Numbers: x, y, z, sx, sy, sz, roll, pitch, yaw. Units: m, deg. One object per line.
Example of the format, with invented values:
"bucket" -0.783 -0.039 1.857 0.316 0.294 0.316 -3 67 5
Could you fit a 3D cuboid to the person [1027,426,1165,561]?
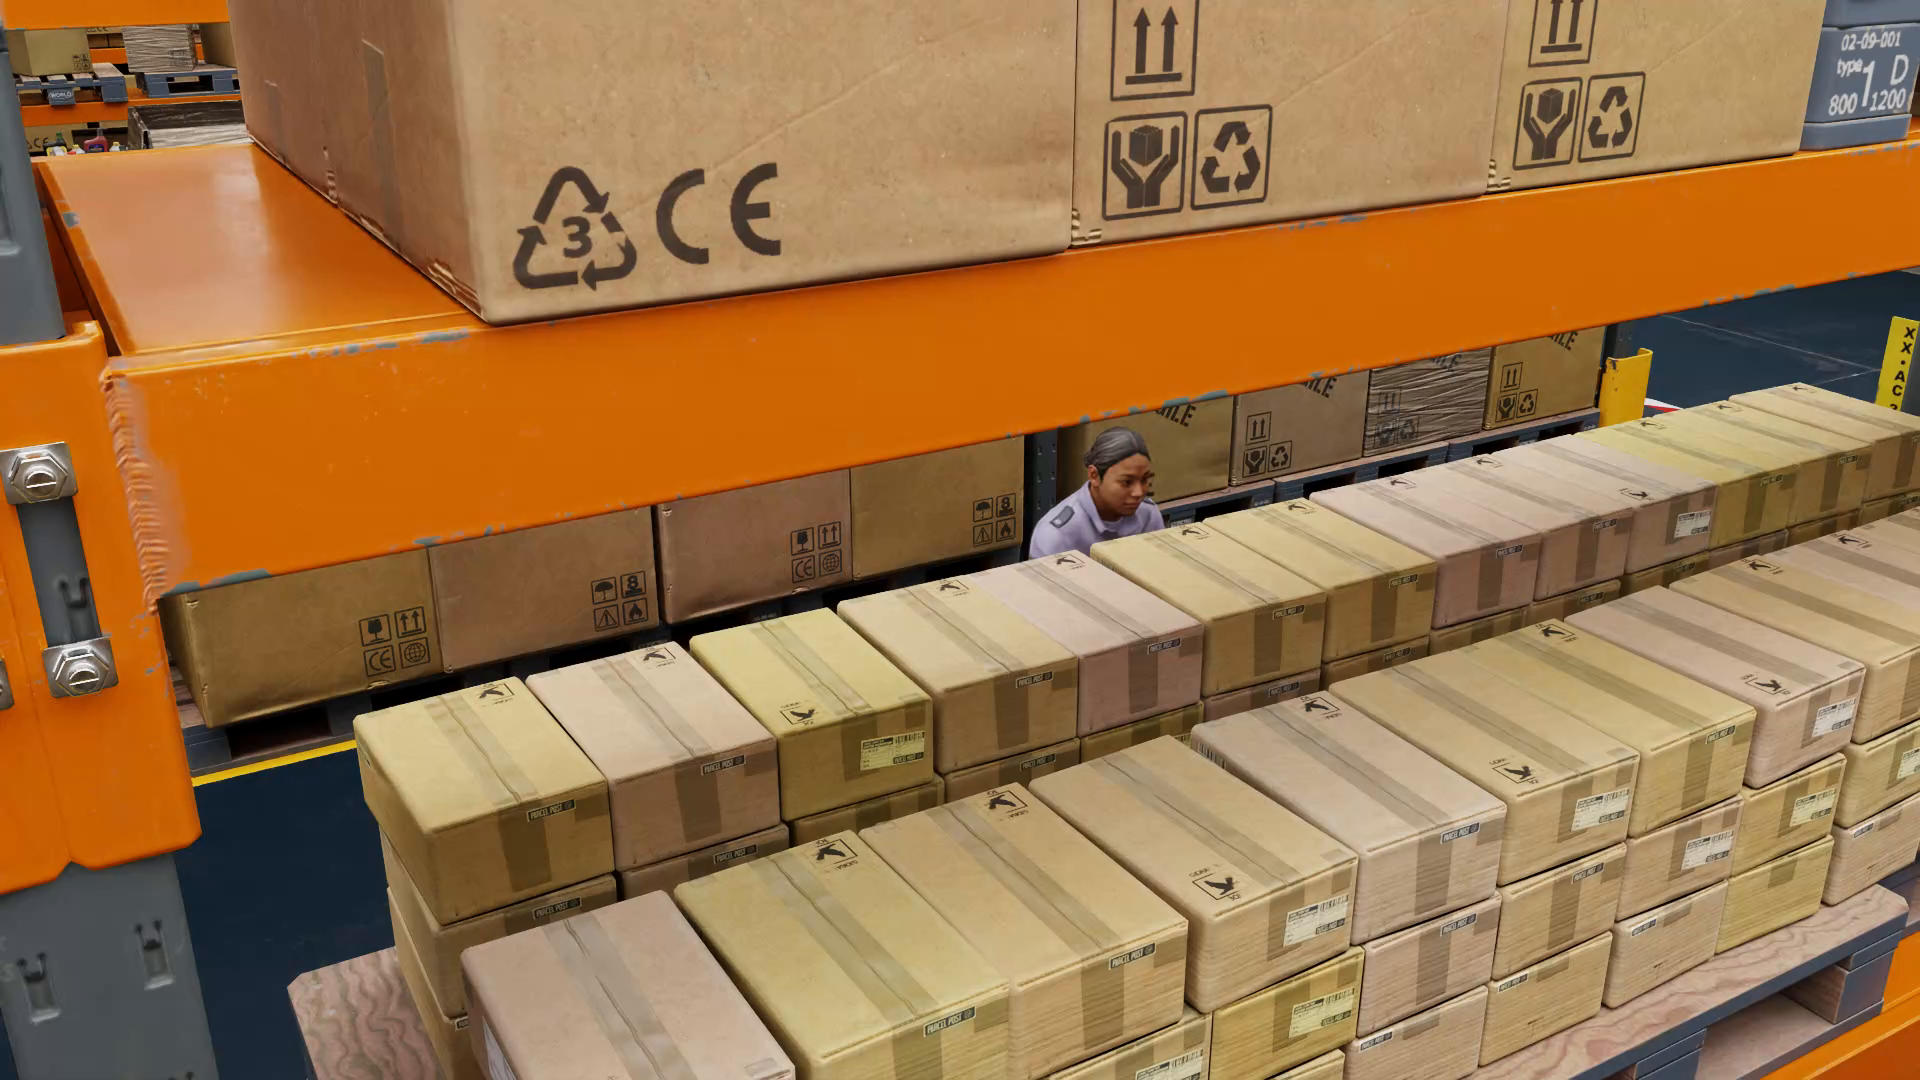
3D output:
"person" 0.394 0.431 5.025 0.543 1.652 0.367 -13 25 -29
